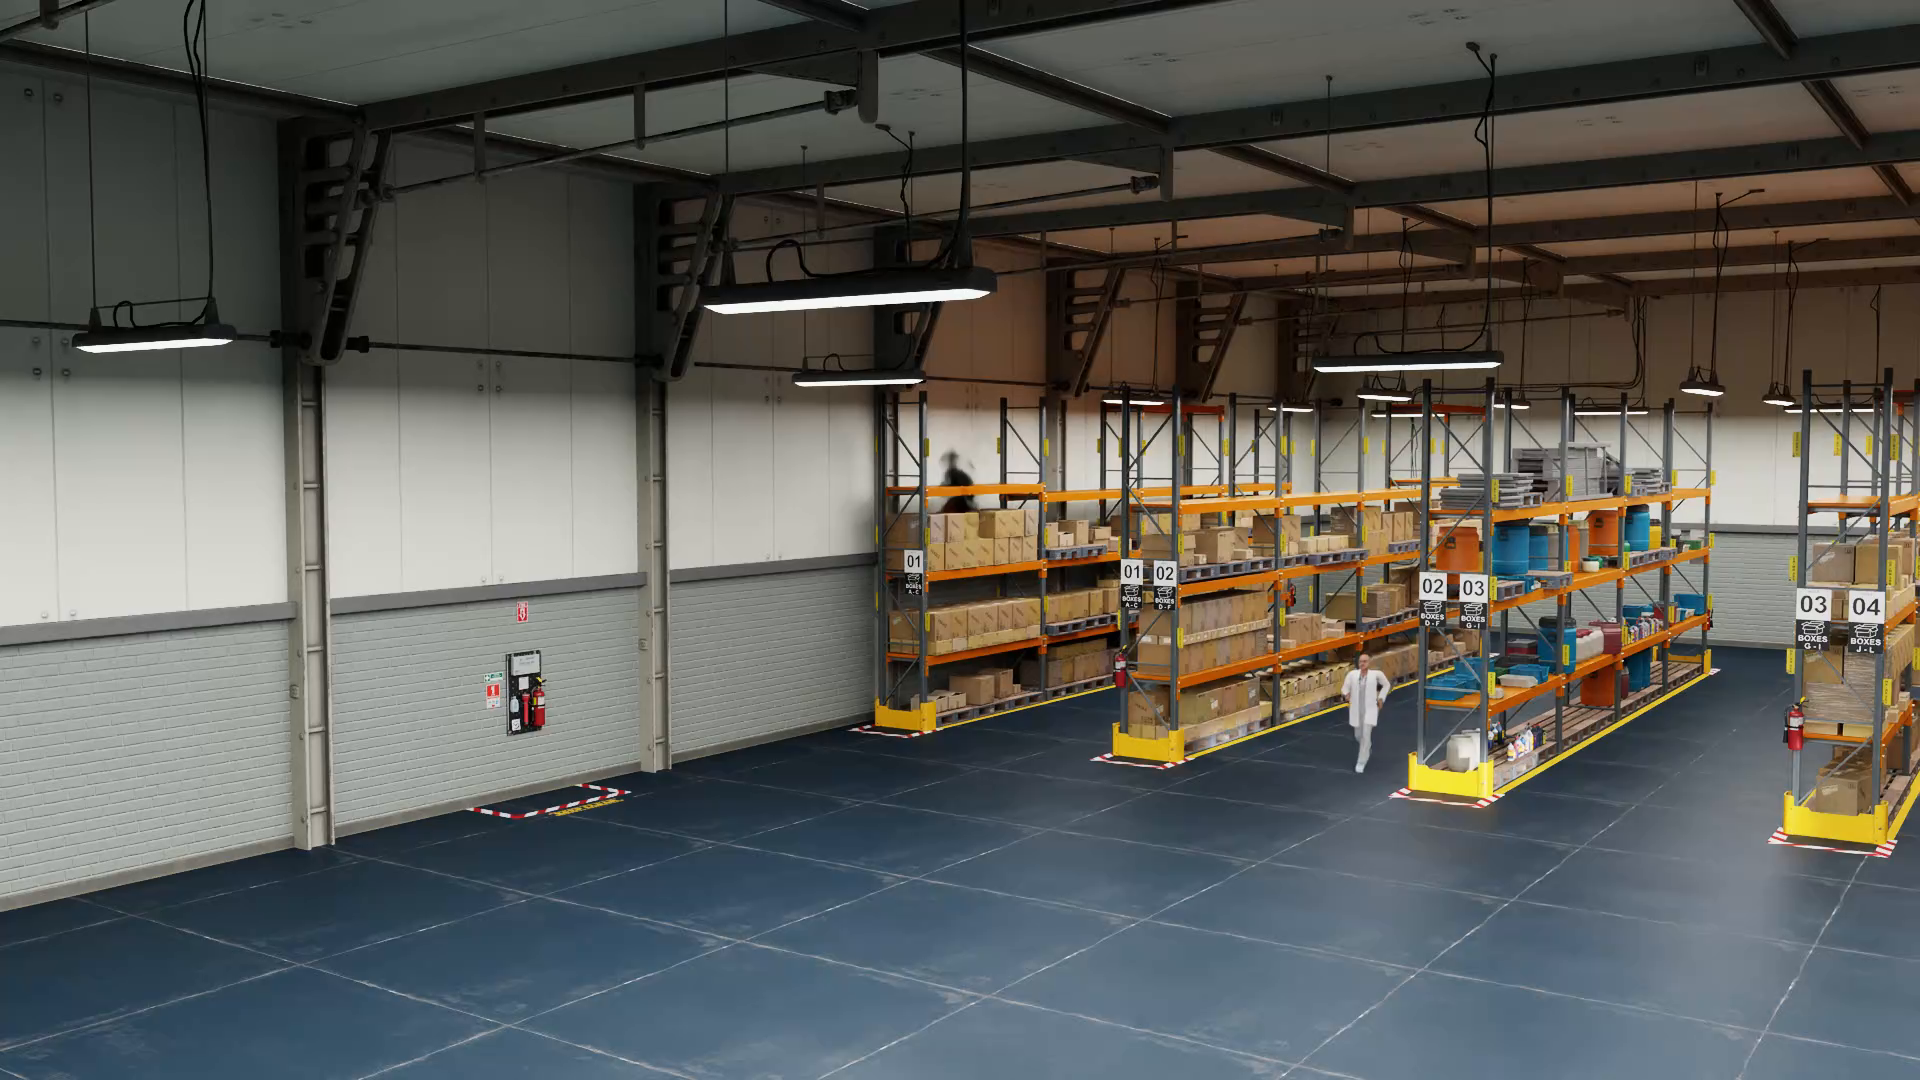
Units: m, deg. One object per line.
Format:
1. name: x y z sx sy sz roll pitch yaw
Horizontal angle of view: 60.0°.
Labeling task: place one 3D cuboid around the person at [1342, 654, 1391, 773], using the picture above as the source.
1. person: 6.310 2.667 25.955 0.715 1.778 1.042 2 4 28

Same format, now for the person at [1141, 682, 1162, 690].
1. person: 3.577 2.454 30.707 0.548 1.699 0.684 2 4 30
